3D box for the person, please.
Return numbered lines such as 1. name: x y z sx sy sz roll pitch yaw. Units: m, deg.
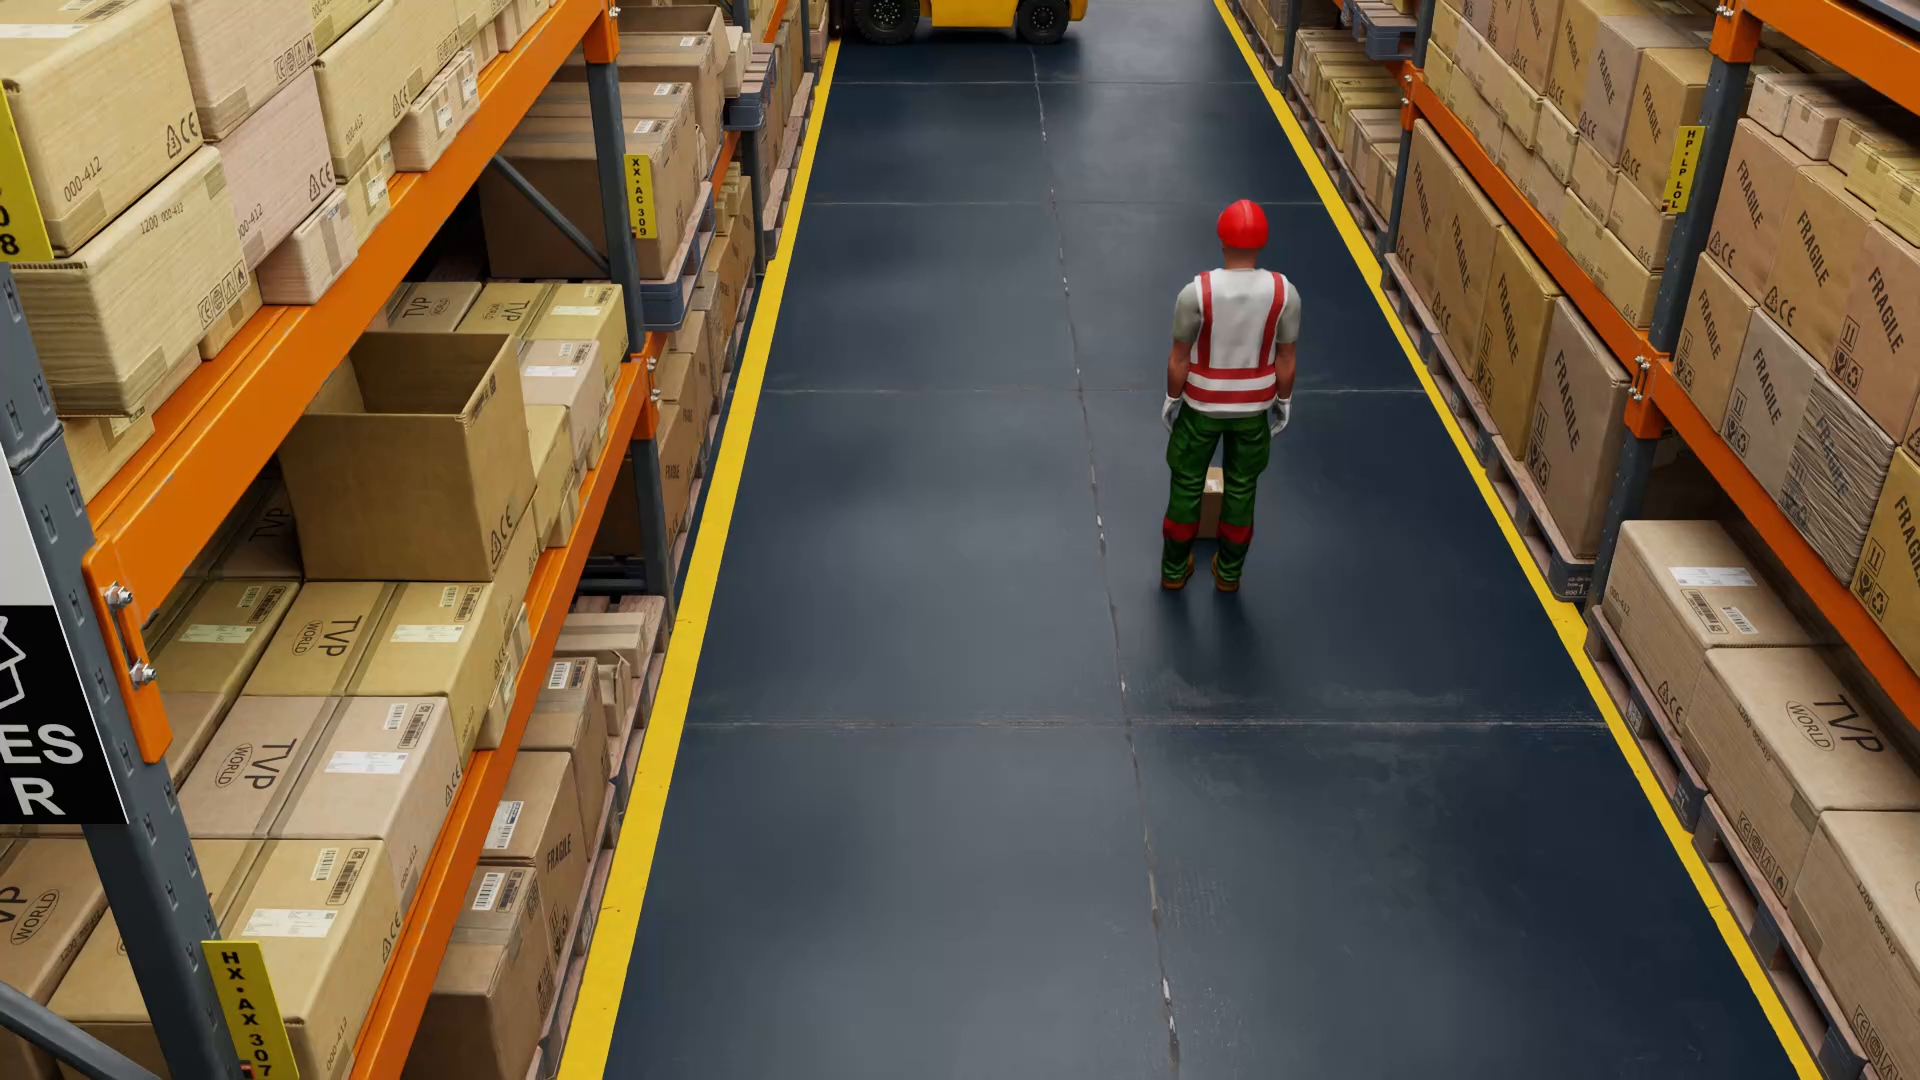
1. person: 1.132 -0.590 7.080 0.544 1.795 0.359 0 31 0
